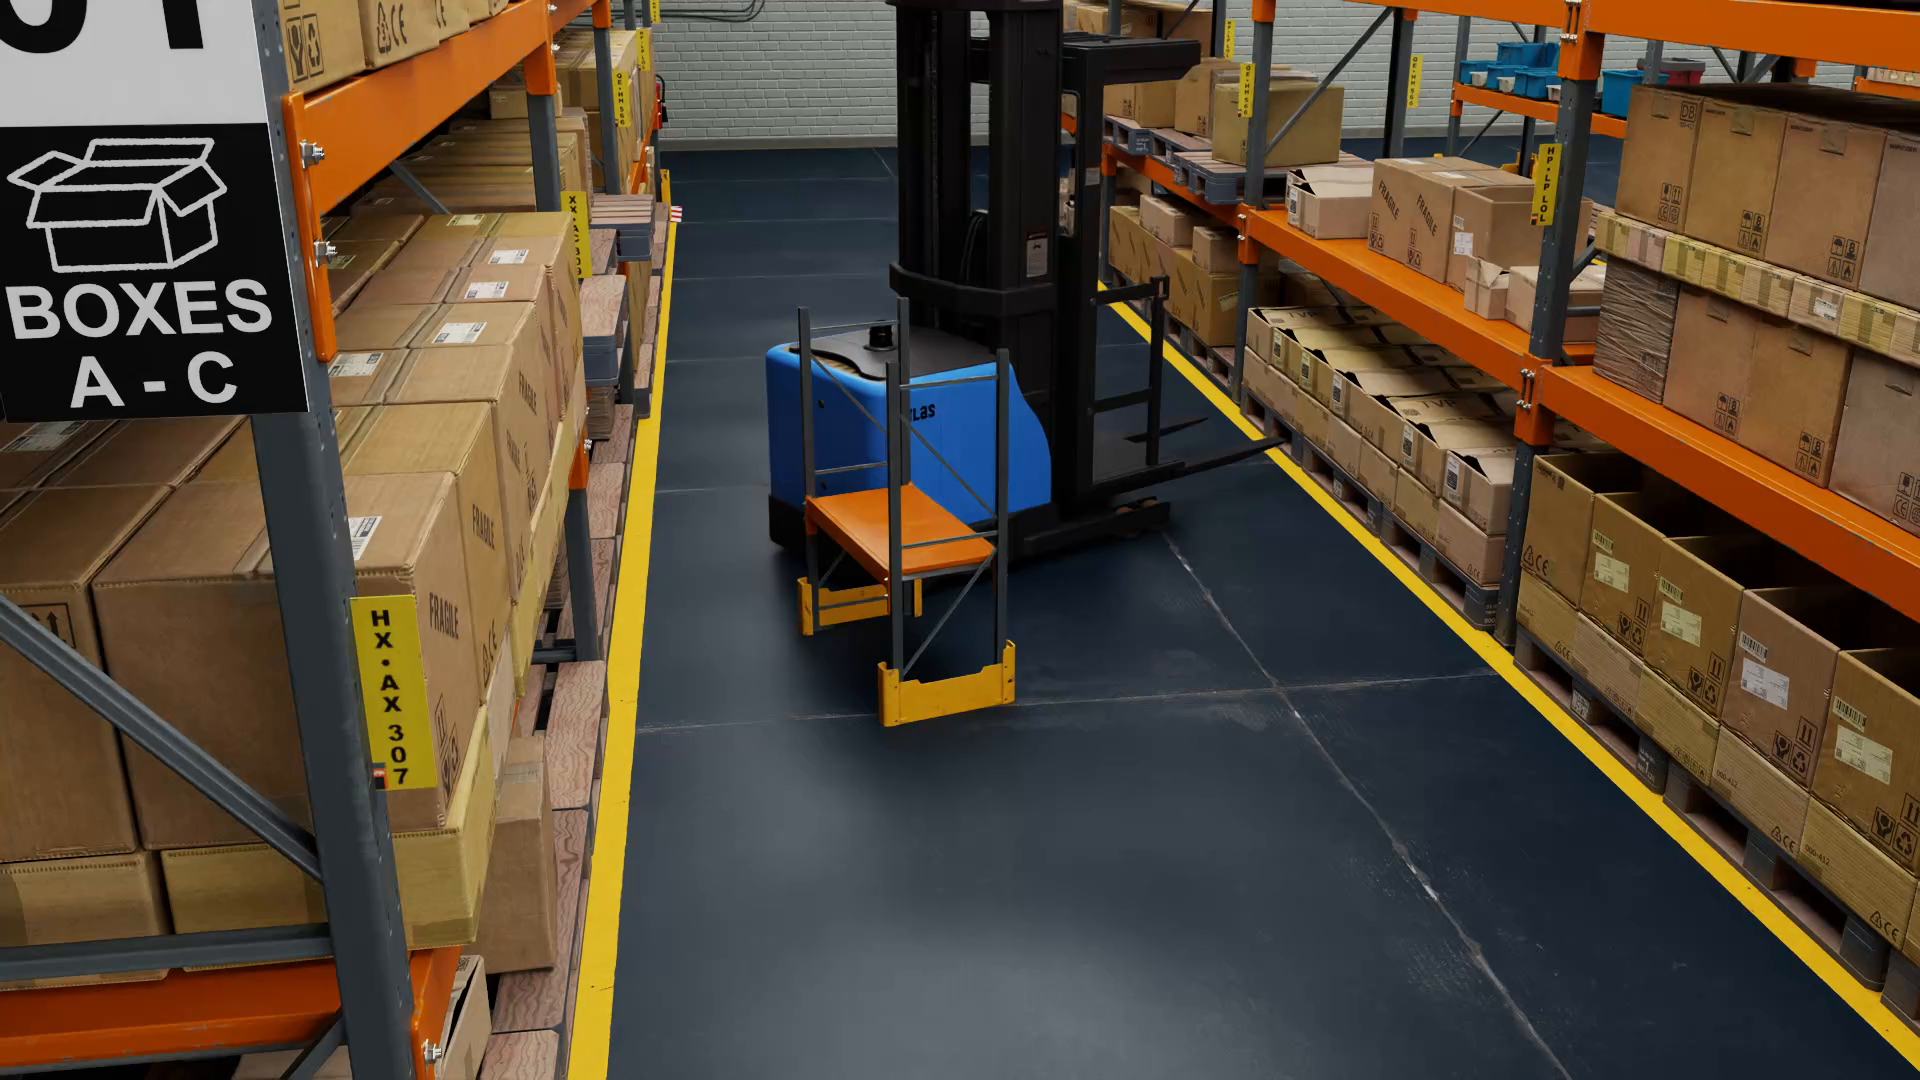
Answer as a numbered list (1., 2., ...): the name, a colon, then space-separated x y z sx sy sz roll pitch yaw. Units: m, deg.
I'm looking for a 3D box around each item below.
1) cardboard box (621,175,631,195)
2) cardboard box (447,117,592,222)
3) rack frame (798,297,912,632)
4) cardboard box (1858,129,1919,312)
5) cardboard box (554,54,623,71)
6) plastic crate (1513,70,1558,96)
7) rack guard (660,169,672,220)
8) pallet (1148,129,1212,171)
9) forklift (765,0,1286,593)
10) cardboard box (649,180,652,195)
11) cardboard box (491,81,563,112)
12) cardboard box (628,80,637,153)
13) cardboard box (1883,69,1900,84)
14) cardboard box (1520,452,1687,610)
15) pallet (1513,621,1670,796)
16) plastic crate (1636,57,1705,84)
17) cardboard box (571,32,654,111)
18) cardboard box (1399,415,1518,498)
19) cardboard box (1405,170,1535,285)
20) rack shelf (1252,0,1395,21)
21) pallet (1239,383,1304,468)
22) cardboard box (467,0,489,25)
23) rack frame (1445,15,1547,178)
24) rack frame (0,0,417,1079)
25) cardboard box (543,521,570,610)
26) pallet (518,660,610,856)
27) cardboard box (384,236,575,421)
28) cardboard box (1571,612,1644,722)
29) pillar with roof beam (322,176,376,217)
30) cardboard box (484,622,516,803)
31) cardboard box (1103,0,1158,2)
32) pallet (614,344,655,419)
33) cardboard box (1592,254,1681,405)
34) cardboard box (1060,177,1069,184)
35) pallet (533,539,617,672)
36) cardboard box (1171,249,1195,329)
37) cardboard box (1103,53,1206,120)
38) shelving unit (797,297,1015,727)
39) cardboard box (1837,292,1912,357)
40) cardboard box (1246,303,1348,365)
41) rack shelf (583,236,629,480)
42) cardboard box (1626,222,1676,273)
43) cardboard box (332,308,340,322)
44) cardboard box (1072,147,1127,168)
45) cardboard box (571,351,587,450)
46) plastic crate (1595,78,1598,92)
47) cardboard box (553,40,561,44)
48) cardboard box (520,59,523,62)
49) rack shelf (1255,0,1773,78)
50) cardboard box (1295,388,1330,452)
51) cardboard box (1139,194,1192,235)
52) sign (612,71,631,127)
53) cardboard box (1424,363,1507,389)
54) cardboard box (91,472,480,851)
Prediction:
1. cardboard box: -2.363 -2.300 10.919 0.380 0.149 0.250 -2 21 -6
2. cardboard box: -2.377 -1.998 9.006 0.700 0.500 0.500 -5 21 -13
3. rack frame: -0.457 -0.321 7.432 0.500 1.500 0.032 -9 22 -22
4. cardboard box: 3.203 -0.945 4.963 0.700 0.500 0.500 -3 21 -8
5. cardboard box: -2.451 -3.002 10.799 0.500 0.250 0.500 -3 21 -9
6. plastic crate: 5.988 -4.760 17.328 0.416 0.233 0.300 -3 21 -8
7. rack guard: -3.719 -3.706 17.925 1.175 0.500 0.348 -3 21 -8
8. pallet: 2.054 -2.933 12.558 1.003 0.211 1.213 -3 21 -8
9. forklift: 0.496 -1.509 8.568 3.031 2.935 1.130 -15 25 -35
10. cardboard box: -3.286 -3.126 15.771 0.700 0.500 0.500 -2 21 -6
11. cardboard box: -2.483 -2.538 9.526 0.380 0.149 0.250 -6 21 -15
12. cardboard box: -2.599 -3.009 11.890 0.500 0.500 0.500 -2 21 -6
13. cardboard box: 10.752 -5.273 18.905 0.380 0.149 0.250 -3 21 -9
14. cardboard box: 2.673 -0.049 6.818 0.500 0.500 0.500 -3 21 -8
15. pallet: 2.989 0.618 6.759 1.003 0.211 1.213 -3 21 -8
16. plastic crate: 6.784 -4.364 15.935 0.402 0.464 0.583 -3 21 -8
17. cardboard box: -3.516 -4.582 16.269 0.980 0.700 0.700 -3 21 -8
18. cardboard box: 2.492 -0.442 8.141 0.500 0.311 0.500 -2 21 -6
19. cardboard box: 2.673 -1.635 8.663 0.500 0.500 0.500 -3 21 -8
20. rack shelf: 2.051 -4.111 12.177 1.077 0.370 4.000 -3 21 -8
21. pallet: 2.419 -0.757 10.441 1.003 0.211 1.213 -3 21 -8
22. cardboard box: -1.429 -1.471 3.909 0.500 0.500 0.500 -2 21 -4
23. rack frame: 6.088 -5.369 18.803 1.000 3.000 0.127 -3 21 -8
24. rack frame: -1.406 0.671 2.634 0.949 2.616 0.053 -3 21 -8
25. cardboard box: -2.108 -0.003 7.382 0.700 0.500 0.500 -2 21 -6
26. pallet: -1.854 0.823 6.211 1.003 0.211 1.213 -3 21 -8
27. cardboard box: -1.534 -0.684 5.375 0.500 0.500 0.500 -3 21 -8
28. cardboard box: 2.750 0.475 6.486 0.500 0.250 0.500 -3 21 -8
29. pillar with roof beam: 1.029 -4.633 8.259 9.100 9.000 0.400 -3 21 -8
30. cardboard box: -1.254 0.368 3.631 0.500 0.250 0.500 -4 21 -9
31. cardboard box: 1.675 -5.141 16.622 0.500 0.500 0.500 -2 21 -6
32. pallet: -2.601 -1.070 11.278 1.003 0.211 1.213 -3 21 -8
33. cardboard box: 2.986 -0.859 6.586 0.700 0.500 0.500 -3 21 -9
34. cardboard box: 1.056 -3.662 17.536 0.500 0.250 0.500 -3 21 -8
35. pallet: -2.099 0.323 7.551 1.003 0.211 1.213 -3 21 -8
36. cardboard box: 1.898 -1.877 12.397 0.500 0.500 0.500 -4 21 -10
37. cardboard box: 1.609 -3.804 13.870 0.700 0.500 0.500 -10 23 -26
38. shelving unit: -0.254 -0.162 7.005 0.587 1.500 1.083 -9 22 -22
39. cardboard box: 2.990 -0.677 5.172 0.380 0.149 0.250 -3 21 -8
40. cardboard box: 2.124 -1.326 10.506 0.500 0.311 0.500 -2 21 -6
41. rack shelf: -2.274 -1.070 8.321 1.077 0.370 4.000 -3 21 -8
42. cardboard box: 2.799 -1.126 6.375 0.380 0.149 0.250 -3 21 -7
43. cardboard box: -1.902 -0.300 4.347 0.500 0.500 0.500 -3 21 -7
44. cardboard box: 1.508 -3.979 18.027 0.500 0.500 0.500 -3 21 -8
45. cardboard box: -1.618 -0.505 5.966 0.500 0.250 0.500 -3 21 -8
46. plastic crate: 6.638 -4.620 16.953 0.416 0.233 0.300 -3 21 -8
47. cardboard box: -3.171 -3.504 12.143 0.500 0.250 0.500 -4 21 -10
48. cardboard box: -2.955 -2.969 10.711 0.500 0.250 0.500 -4 21 -10
49. rack shelf: 2.627 -2.726 8.469 1.077 0.370 4.000 -3 21 -8
50. cardboard box: 2.278 -0.709 9.657 0.500 0.250 0.500 -3 21 -9
51. cardboard box: 1.735 -2.596 13.251 0.500 0.250 0.500 -3 21 -8
52. sign: -2.027 -2.635 9.943 0.100 0.325 0.005 -3 21 -8
53. cardboard box: 2.880 -0.825 9.165 0.500 0.311 0.500 -2 21 -6
54. cardboard box: -1.181 0.200 3.008 0.500 0.500 0.500 -3 21 -8
